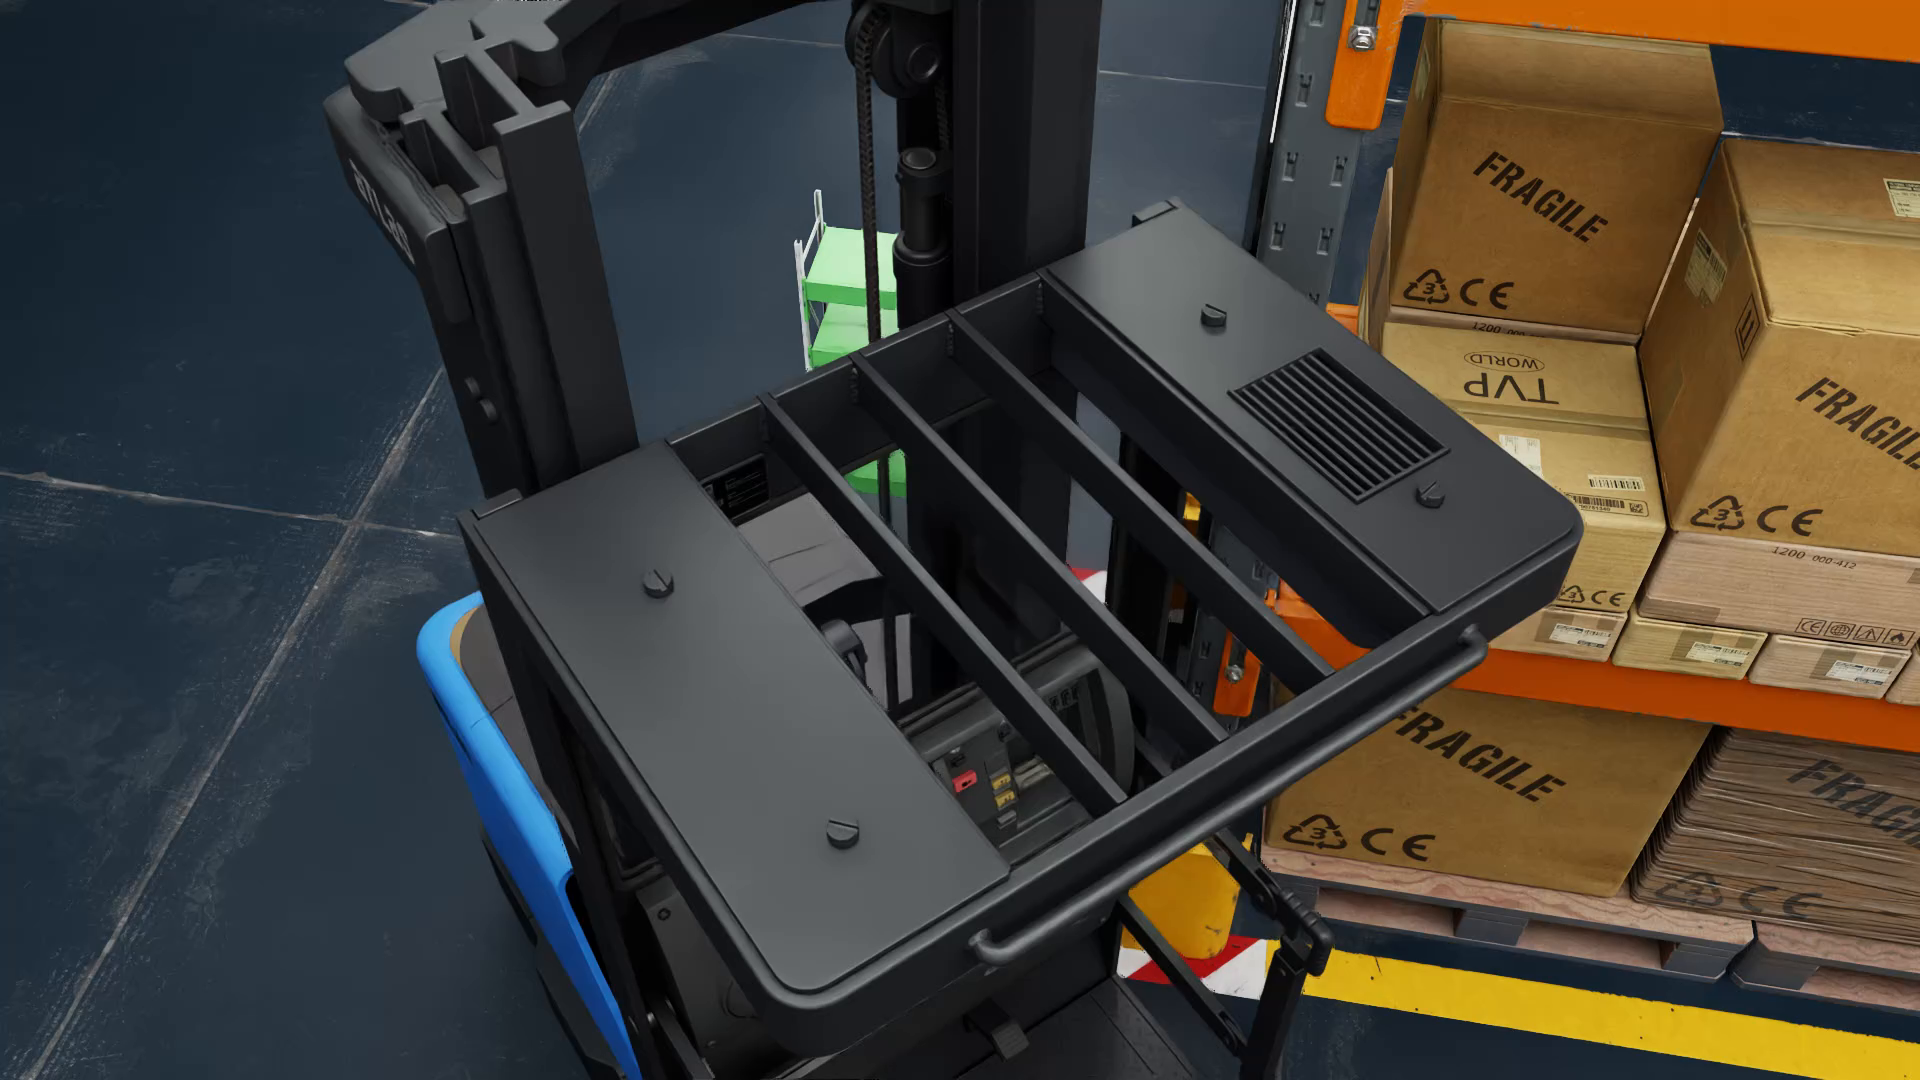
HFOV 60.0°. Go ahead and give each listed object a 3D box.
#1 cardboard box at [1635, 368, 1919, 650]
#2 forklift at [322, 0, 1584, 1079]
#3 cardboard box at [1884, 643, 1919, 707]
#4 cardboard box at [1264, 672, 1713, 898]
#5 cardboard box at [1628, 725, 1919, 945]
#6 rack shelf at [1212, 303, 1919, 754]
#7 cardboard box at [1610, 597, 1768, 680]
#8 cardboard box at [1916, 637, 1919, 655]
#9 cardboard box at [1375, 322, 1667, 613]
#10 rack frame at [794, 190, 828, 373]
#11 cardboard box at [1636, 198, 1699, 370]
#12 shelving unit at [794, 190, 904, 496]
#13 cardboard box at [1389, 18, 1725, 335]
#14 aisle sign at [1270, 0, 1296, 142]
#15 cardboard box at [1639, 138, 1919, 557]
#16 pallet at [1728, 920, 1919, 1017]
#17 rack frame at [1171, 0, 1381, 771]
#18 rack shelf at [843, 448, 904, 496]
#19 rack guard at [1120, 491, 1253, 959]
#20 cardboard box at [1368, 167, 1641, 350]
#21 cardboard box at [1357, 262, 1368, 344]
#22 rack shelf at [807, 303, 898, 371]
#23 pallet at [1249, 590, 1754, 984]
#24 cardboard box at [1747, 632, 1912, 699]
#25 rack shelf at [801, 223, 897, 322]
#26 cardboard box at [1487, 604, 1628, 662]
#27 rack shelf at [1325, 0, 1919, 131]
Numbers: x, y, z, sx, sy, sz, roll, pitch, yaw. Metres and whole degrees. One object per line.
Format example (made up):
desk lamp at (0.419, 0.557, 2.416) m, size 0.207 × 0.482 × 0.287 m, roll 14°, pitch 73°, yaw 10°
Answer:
cardboard box at (1.577, -0.087, 3.212) m, size 0.500 × 0.250 × 0.500 m, roll 7°, pitch 48°, yaw 6°
forklift at (0.034, 0.616, 2.726) m, size 1.130 × 2.935 × 3.031 m, roll -27°, pitch 53°, yaw -22°
cardboard box at (1.942, 0.144, 3.273) m, size 0.250 × 0.149 × 0.380 m, roll 7°, pitch 48°, yaw 6°
cardboard box at (1.284, 0.233, 4.170) m, size 0.875 × 0.875 × 0.875 m, roll 8°, pitch 49°, yaw 7°
cardboard box at (2.180, 0.353, 4.062) m, size 0.875 × 0.875 × 0.875 m, roll 8°, pitch 49°, yaw 7°
rack shelf at (2.608, 0.142, 3.589) m, size 4.000 × 0.370 × 1.077 m, roll 8°, pitch 49°, yaw 7°
cardboard box at (1.435, 0.076, 3.334) m, size 0.250 × 0.149 × 0.380 m, roll 7°, pitch 48°, yaw 6°
cardboard box at (2.071, -0.018, 3.150) m, size 0.500 × 0.250 × 0.500 m, roll 6°, pitch 48°, yaw 6°
cardboard box at (1.064, -0.151, 3.270) m, size 0.500 × 0.250 × 0.500 m, roll 7°, pitch 48°, yaw 6°
rack frame at (-0.403, -0.455, 4.852) m, size 0.015 × 1.200 × 0.240 m, roll 8°, pitch 49°, yaw 7°
cardboard box at (1.663, -0.475, 3.561) m, size 0.500 × 0.250 × 0.500 m, roll 7°, pitch 48°, yaw 6°
shelving unit at (-0.163, -0.423, 4.823) m, size 0.503 × 1.200 × 0.258 m, roll 8°, pitch 49°, yaw 7°
cardboard box at (1.166, -0.791, 3.341) m, size 0.500 × 0.500 × 0.500 m, roll 8°, pitch 49°, yaw 7°
aisle sign at (0.516, -1.022, 2.404) m, size 0.004 × 0.787 × 0.394 m, roll 8°, pitch 49°, yaw 7°
cardboard box at (1.556, -0.335, 2.932) m, size 0.500 × 0.500 × 0.500 m, roll 7°, pitch 48°, yaw 6°
pallet at (2.638, 0.781, 4.407) m, size 1.213 × 0.211 × 1.003 m, roll 8°, pitch 49°, yaw 7°
rack frame at (0.640, -0.363, 3.559) m, size 0.127 × 3.000 × 1.000 m, roll 8°, pitch 49°, yaw 7°
rack shelf at (-0.163, -0.220, 5.049) m, size 0.480 × 0.148 × 0.258 m, roll 8°, pitch 49°, yaw 7°
rack guard at (0.616, 0.469, 4.492) m, size 0.348 × 0.500 × 1.175 m, roll 8°, pitch 49°, yaw 7°
cardboard box at (1.164, -0.542, 3.622) m, size 0.500 × 0.250 × 0.500 m, roll 7°, pitch 48°, yaw 6°
cardboard box at (1.049, -0.473, 3.827) m, size 0.250 × 0.149 × 0.380 m, roll 9°, pitch 49°, yaw 8°
rack shelf at (-0.163, -0.541, 4.692) m, size 0.480 × 0.148 × 0.258 m, roll 8°, pitch 49°, yaw 7°
pallet at (1.441, 0.618, 4.553) m, size 1.213 × 0.211 × 1.003 m, roll 8°, pitch 49°, yaw 7°
cardboard box at (1.692, 0.110, 3.304) m, size 0.250 × 0.149 × 0.380 m, roll 7°, pitch 48°, yaw 6°
rack shelf at (-0.163, -0.701, 4.514) m, size 0.480 × 0.148 × 0.258 m, roll 8°, pitch 49°, yaw 7°
cardboard box at (1.183, 0.043, 3.364) m, size 0.250 × 0.149 × 0.380 m, roll 7°, pitch 48°, yaw 6°
rack shelf at (2.608, -0.860, 2.474) m, size 4.000 × 0.370 × 1.077 m, roll 8°, pitch 49°, yaw 7°
